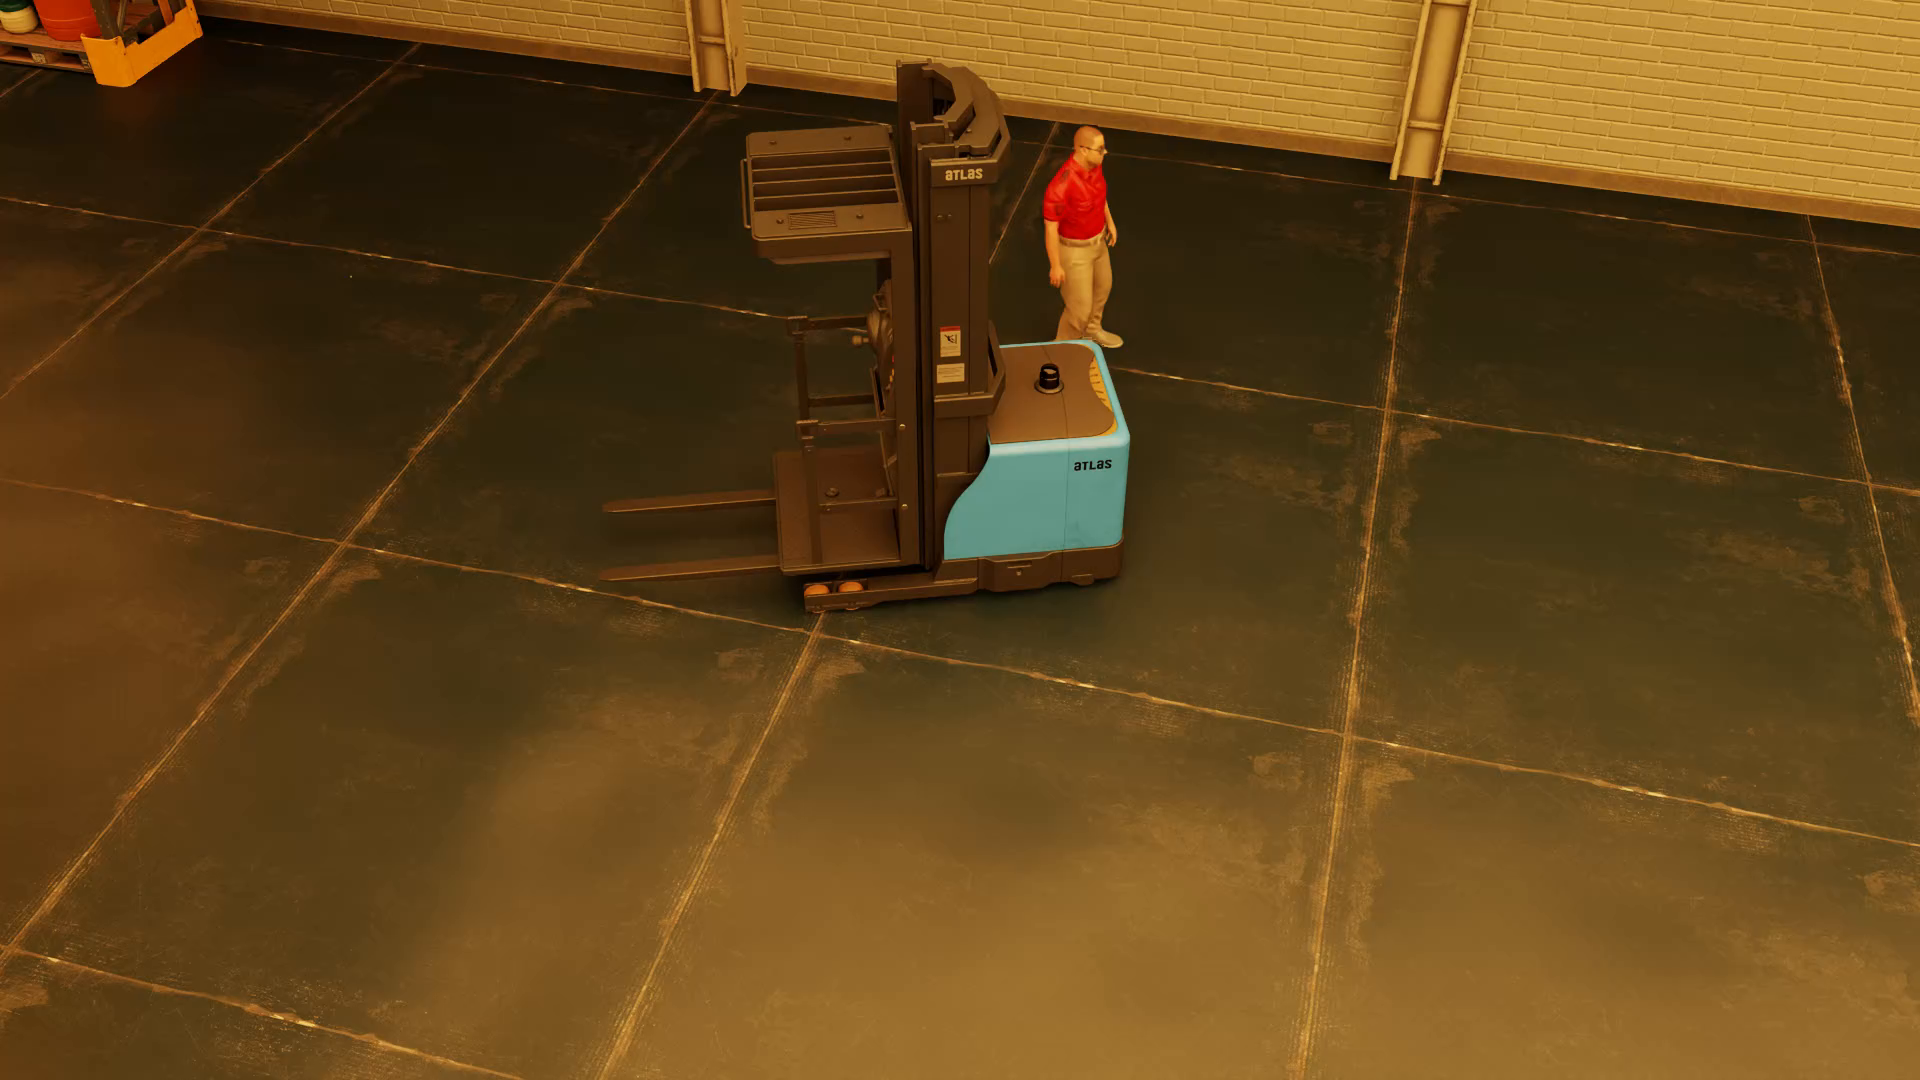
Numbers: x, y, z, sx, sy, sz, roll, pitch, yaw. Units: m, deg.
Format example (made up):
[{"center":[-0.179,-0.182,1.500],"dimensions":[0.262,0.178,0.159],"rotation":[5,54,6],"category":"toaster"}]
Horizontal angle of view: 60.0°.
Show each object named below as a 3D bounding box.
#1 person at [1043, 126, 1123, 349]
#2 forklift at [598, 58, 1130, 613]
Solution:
[{"center":[0.829,-1.922,10.972],"dimensions":[0.416,1.721,0.708],"rotation":[21,45,22],"category":"person"},{"center":[-0.604,-1.052,9.062],"dimensions":[3.031,2.935,1.130],"rotation":[-5,41,-5],"category":"forklift"}]
